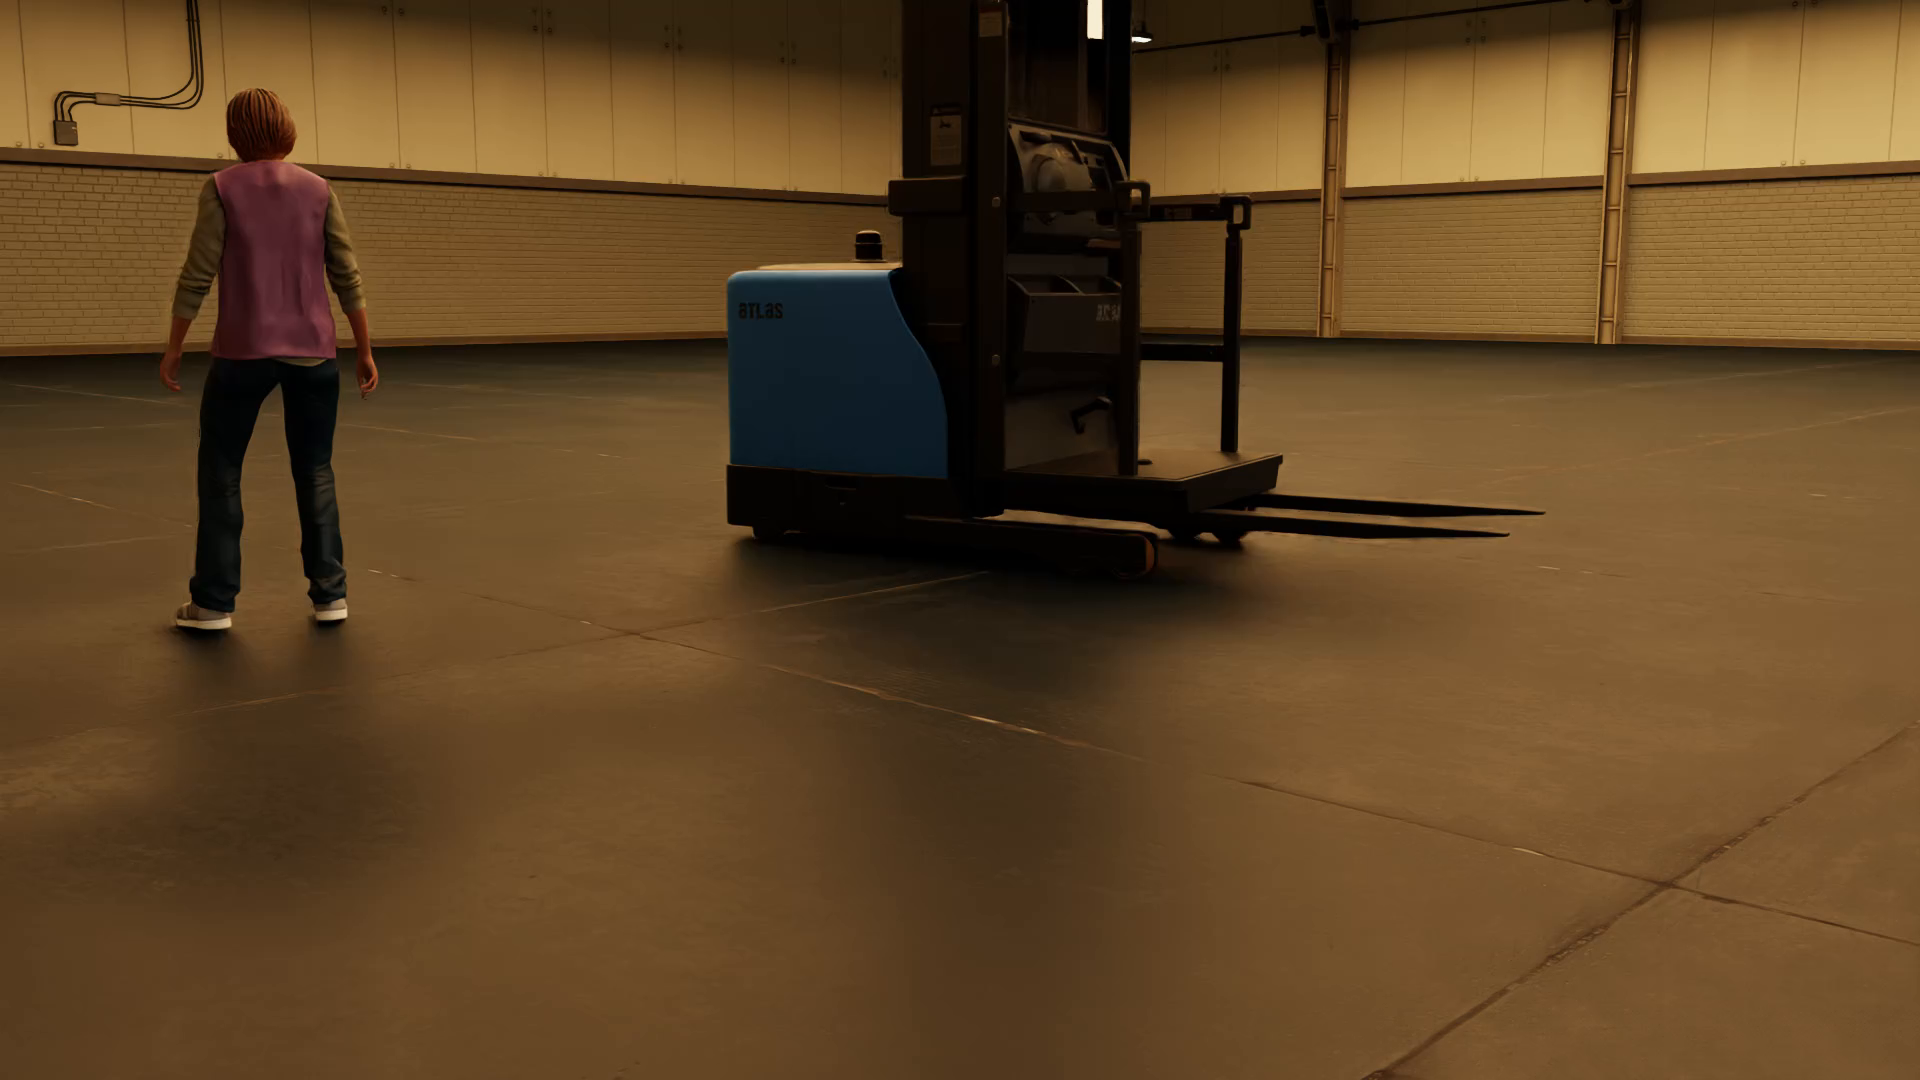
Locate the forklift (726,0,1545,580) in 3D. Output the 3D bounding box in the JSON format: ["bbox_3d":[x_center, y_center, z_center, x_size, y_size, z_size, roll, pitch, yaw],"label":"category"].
[{"bbox_3d":[0.597,-1.400,6.171,3.031,2.935,1.130,5,10,29],"label":"forklift"}]

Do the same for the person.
[{"bbox_3d":[-2.055,-0.534,4.952,0.596,1.583,0.353,-6,11,-36],"label":"person"}]
